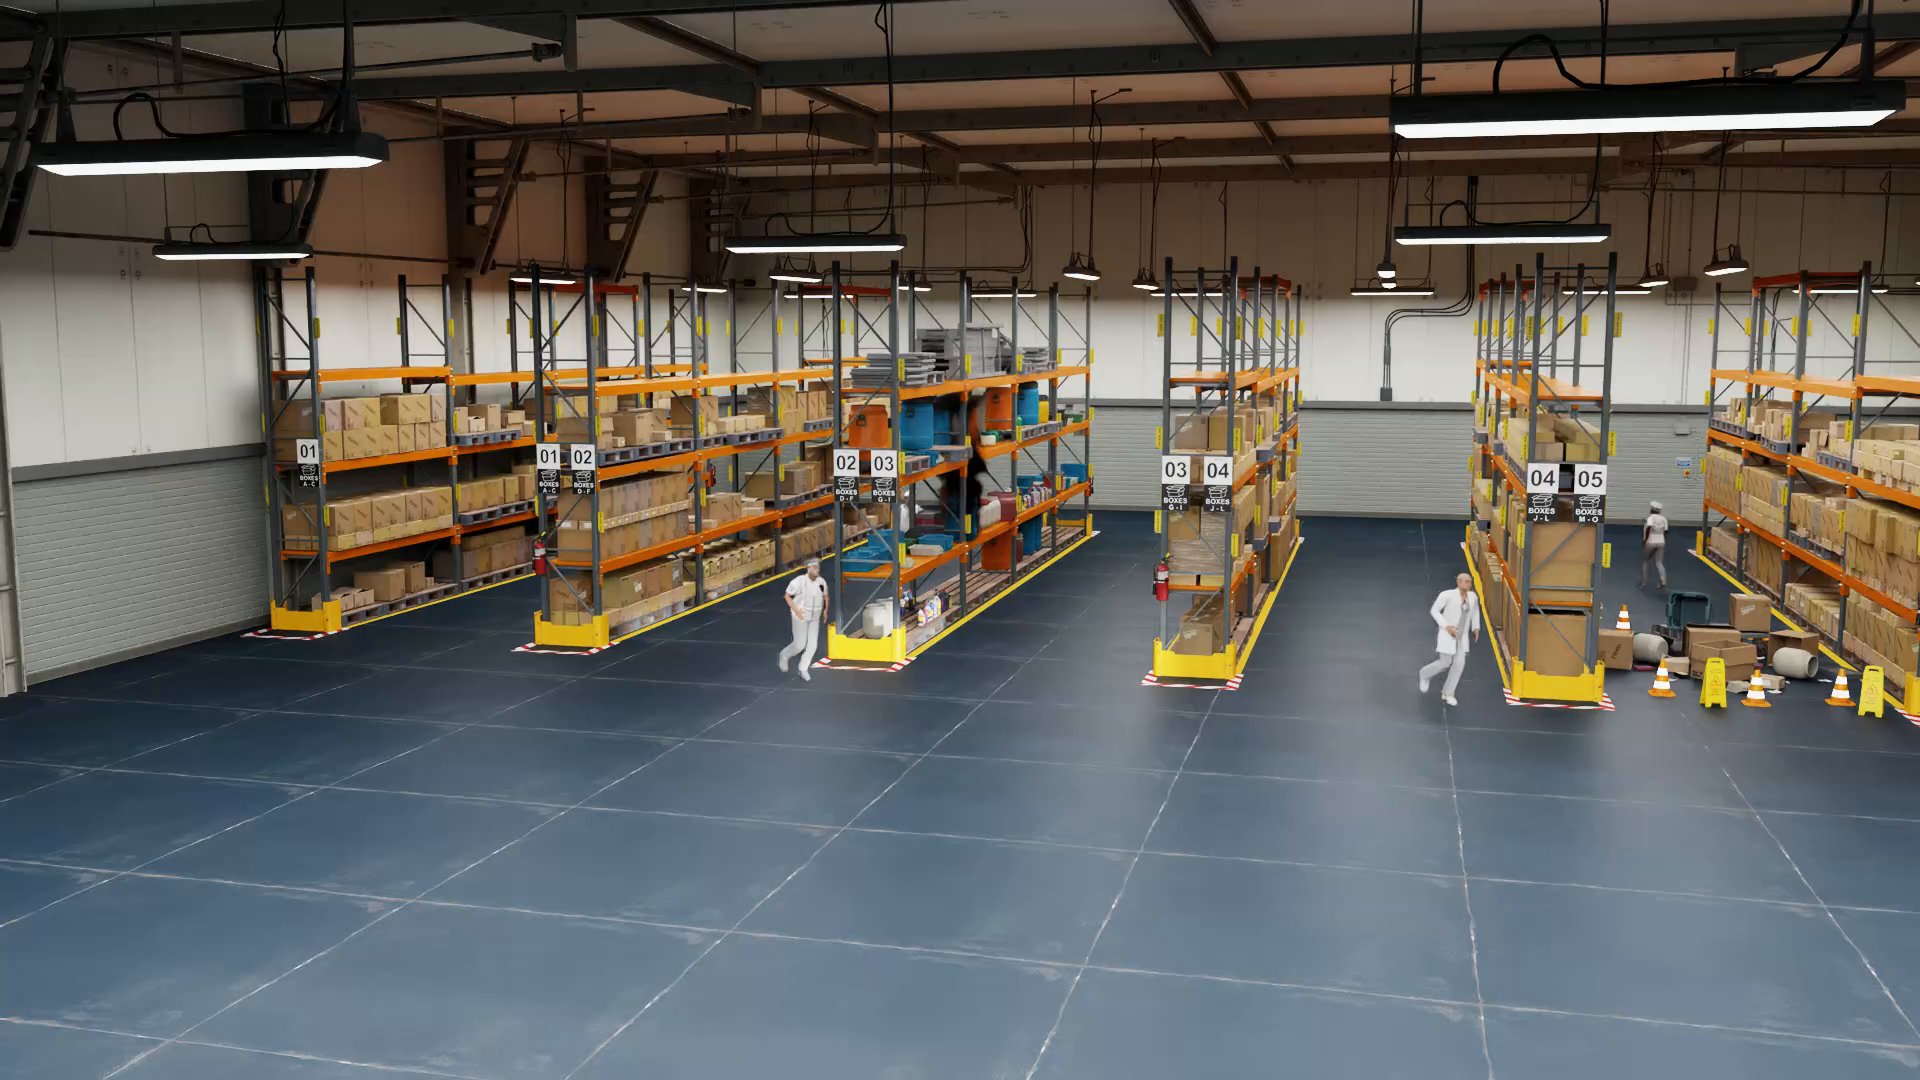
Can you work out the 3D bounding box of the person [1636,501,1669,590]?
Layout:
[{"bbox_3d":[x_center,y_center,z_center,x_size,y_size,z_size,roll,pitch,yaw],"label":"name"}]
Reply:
[{"bbox_3d":[13.276,0.131,31.739,0.545,1.735,0.851,0,7,-3],"label":"person"}]

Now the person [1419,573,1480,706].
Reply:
[{"bbox_3d":[6.705,1.306,22.556,0.768,1.752,0.800,-2,8,-18],"label":"person"}]

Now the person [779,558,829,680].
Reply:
[{"bbox_3d":[-2.211,1.112,24.093,0.708,1.747,0.655,-5,9,-34],"label":"person"}]

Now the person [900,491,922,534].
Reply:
[{"bbox_3d":[-0.997,-0.135,33.762,0.644,1.760,0.882,1,7,12],"label":"person"}]
